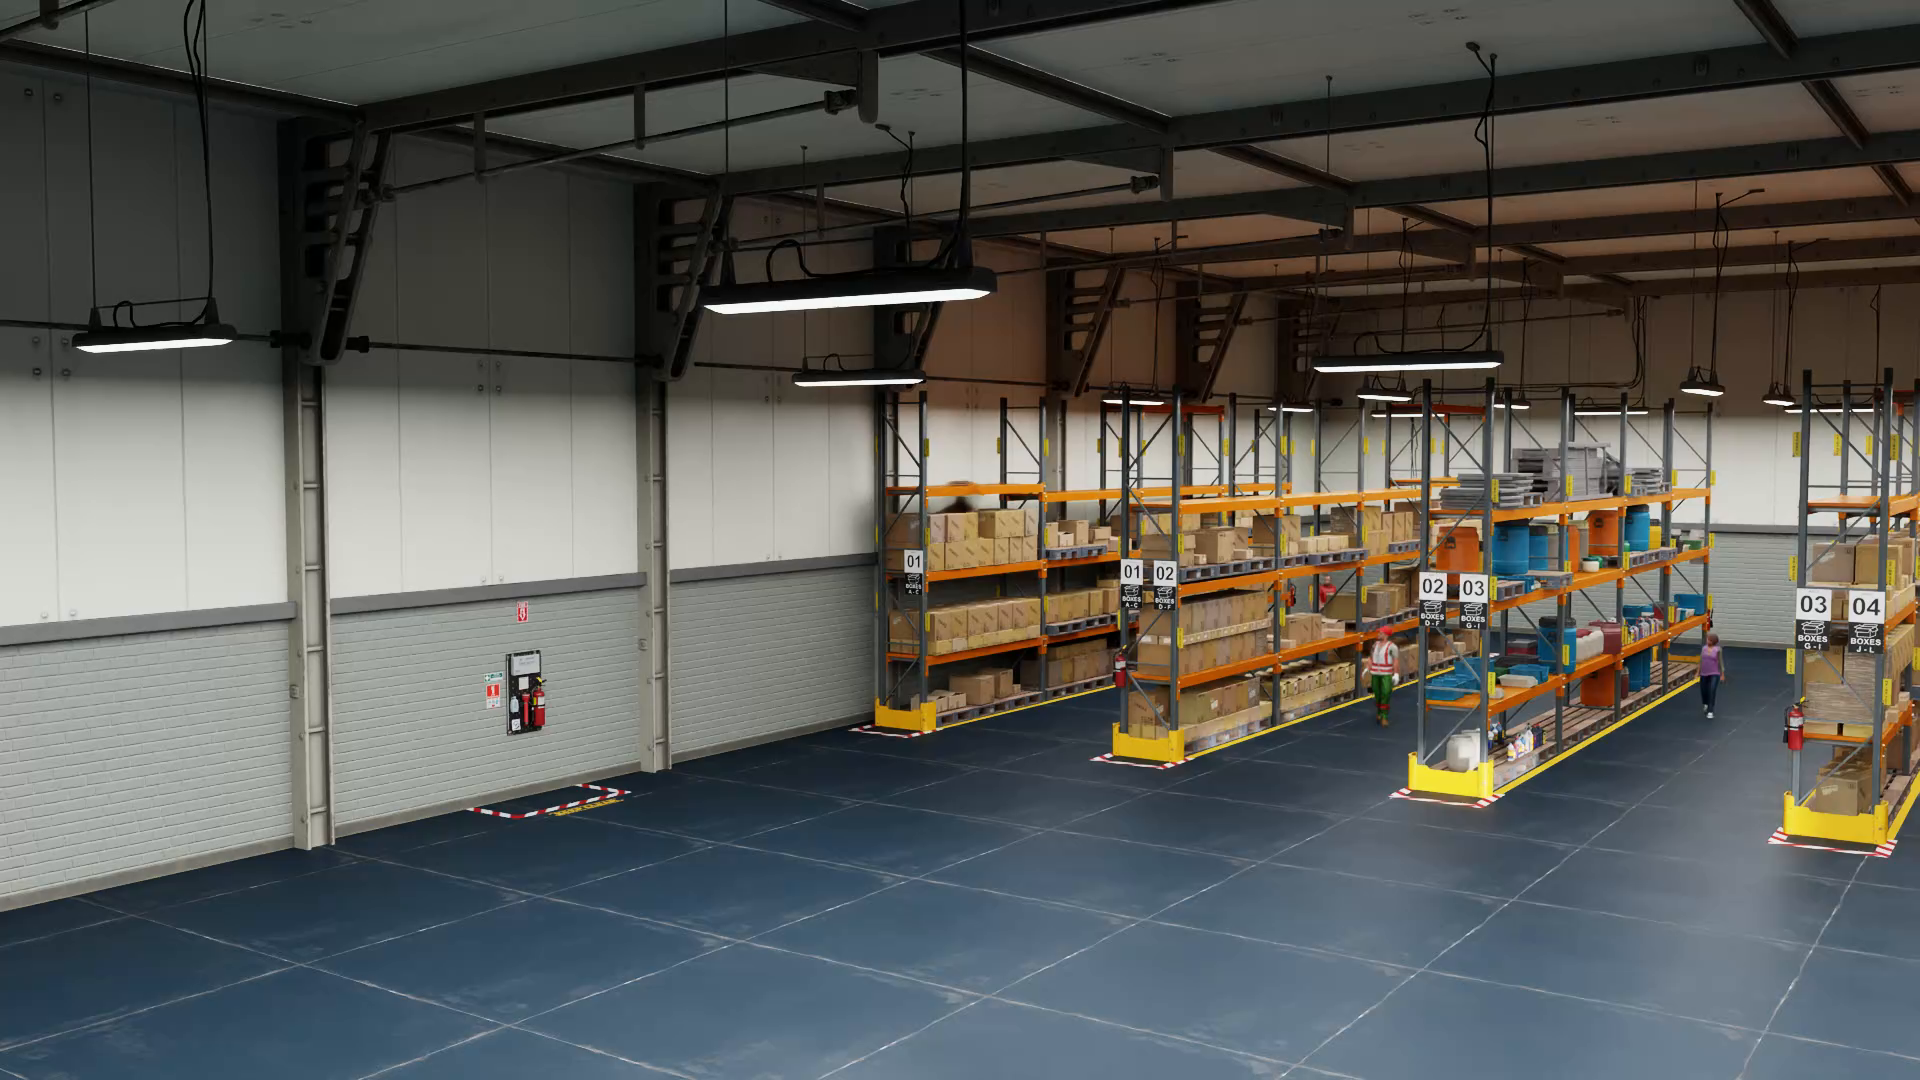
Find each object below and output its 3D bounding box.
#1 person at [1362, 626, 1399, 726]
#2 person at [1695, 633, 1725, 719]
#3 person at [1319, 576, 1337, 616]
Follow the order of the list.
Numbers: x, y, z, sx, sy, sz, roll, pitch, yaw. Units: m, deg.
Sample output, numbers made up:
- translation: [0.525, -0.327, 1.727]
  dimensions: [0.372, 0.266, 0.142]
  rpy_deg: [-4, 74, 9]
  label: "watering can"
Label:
- translation: [7.584, 2.426, 30.015]
  dimensions: [0.648, 1.741, 0.942]
  rpy_deg: [2, 4, 25]
  label: "person"
- translation: [13.960, 2.501, 30.938]
  dimensions: [0.505, 1.553, 0.823]
  rpy_deg: [2, 4, 28]
  label: "person"
- translation: [9.565, 1.765, 42.872]
  dimensions: [0.652, 1.672, 1.019]
  rpy_deg: [-2, 4, -38]
  label: "person"
